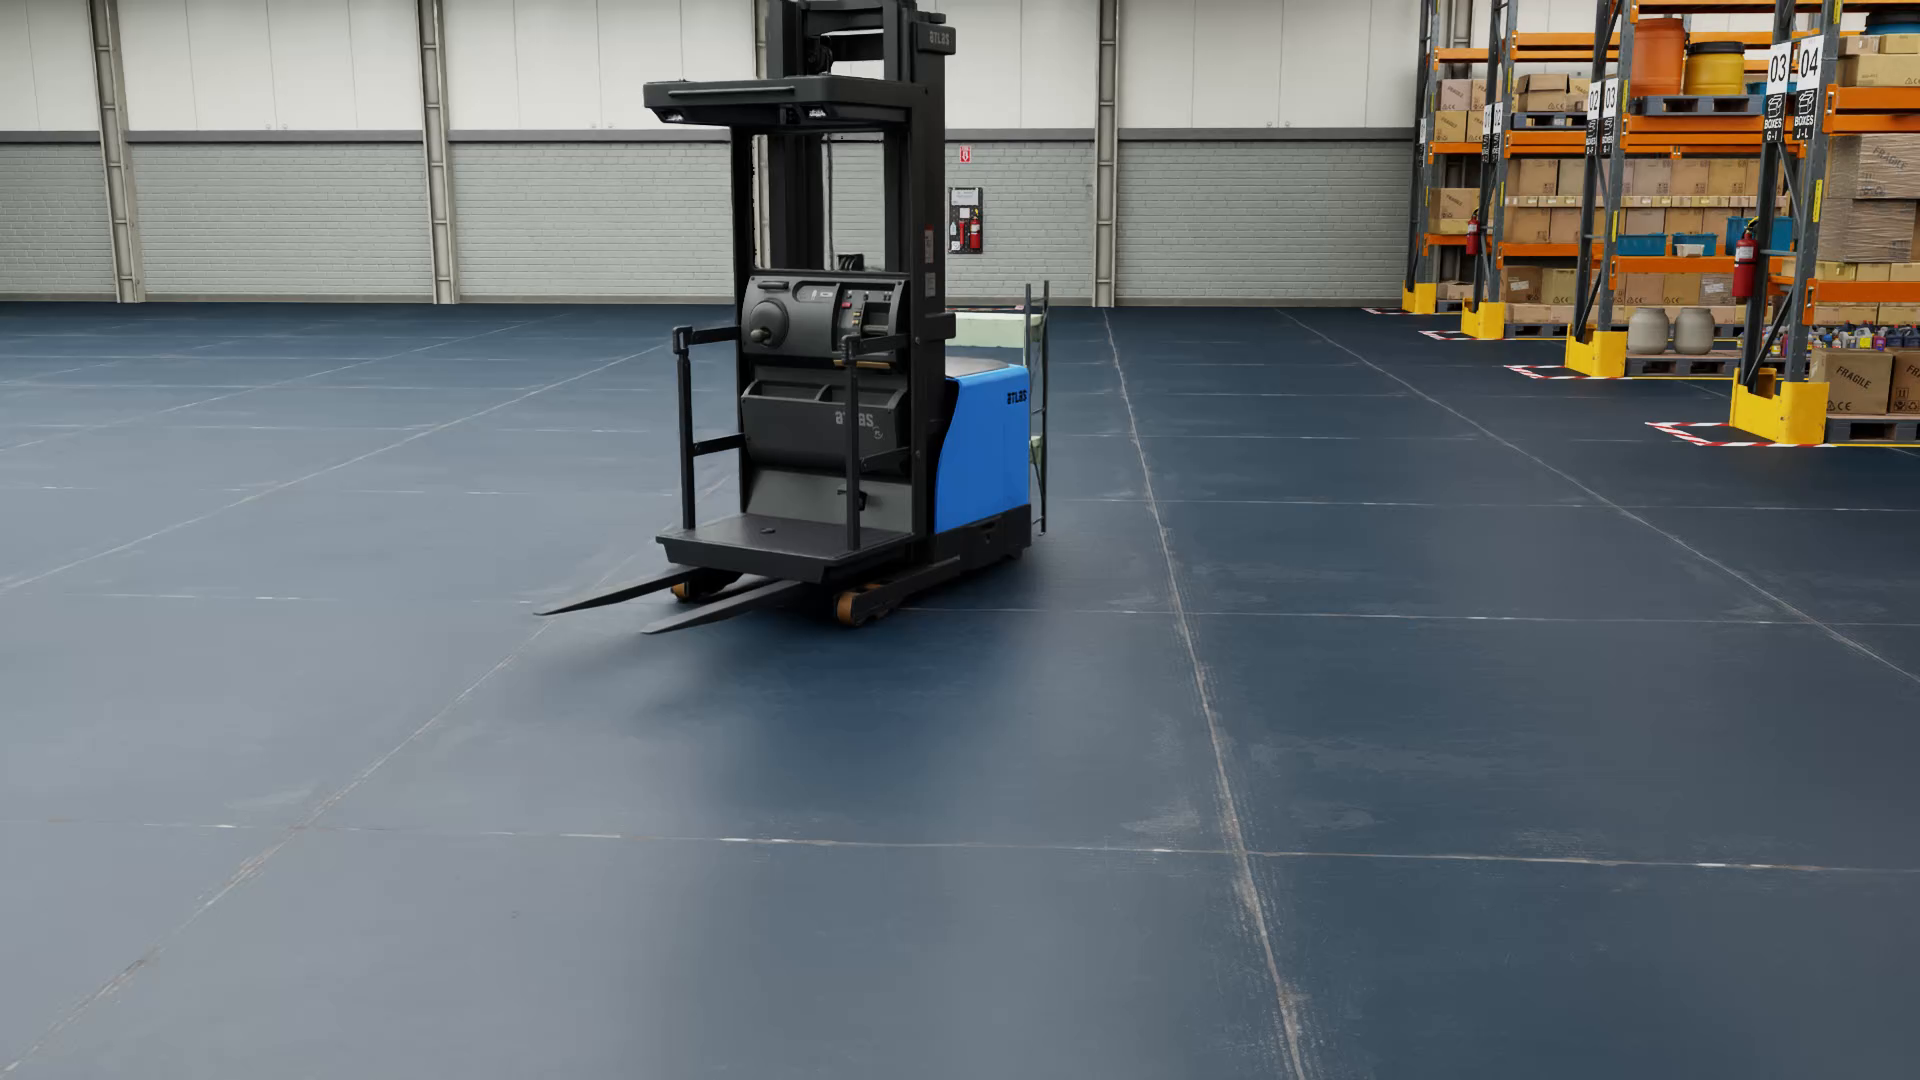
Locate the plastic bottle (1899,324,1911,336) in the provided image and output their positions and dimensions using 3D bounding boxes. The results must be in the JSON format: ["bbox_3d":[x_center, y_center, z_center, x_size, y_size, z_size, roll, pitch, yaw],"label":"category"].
[{"bbox_3d":[10.467,-2.217,18.434,0.185,0.351,0.144,1,12,4],"label":"plastic bottle"}]

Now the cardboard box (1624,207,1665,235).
[{"bbox_3d":[9.472,-4.404,23.254,0.500,0.500,0.700,1,12,5],"label":"cardboard box"}]

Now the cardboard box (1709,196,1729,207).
[{"bbox_3d":[10.398,-4.667,22.925,0.250,0.149,0.380,1,12,4],"label":"cardboard box"}]

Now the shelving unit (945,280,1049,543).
[{"bbox_3d":[0.096,-0.762,9.749,0.755,1.500,0.431,4,12,19],"label":"shelving unit"}]

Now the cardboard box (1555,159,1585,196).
[{"bbox_3d":[8.505,-5.053,23.187,0.500,0.500,0.700,0,12,2],"label":"cardboard box"}]

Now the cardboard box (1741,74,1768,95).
[{"bbox_3d":[10.969,-6.182,23.060,0.500,0.500,0.500,2,12,8],"label":"cardboard box"}]

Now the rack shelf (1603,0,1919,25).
[{"bbox_3d":[9.123,-5.734,17.938,4.000,0.370,1.077,1,12,4],"label":"rack shelf"}]

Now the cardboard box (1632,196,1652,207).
[{"bbox_3d":[9.373,-4.681,22.992,0.250,0.149,0.380,1,12,4],"label":"cardboard box"}]

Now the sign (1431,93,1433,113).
[{"bbox_3d":[7.754,-7.182,27.317,0.005,0.325,0.100,1,12,4],"label":"sign"}]

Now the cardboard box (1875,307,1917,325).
[{"bbox_3d":[12.866,-3.120,23.048,0.500,0.250,0.500,0,12,2],"label":"cardboard box"}]

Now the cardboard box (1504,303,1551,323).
[{"bbox_3d":[7.983,-3.192,23.392,0.500,0.250,0.500,1,12,4],"label":"cardboard box"}]

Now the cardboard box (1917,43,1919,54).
[{"bbox_3d":[7.568,-3.899,13.147,0.250,0.149,0.380,1,12,3],"label":"cardboard box"}]

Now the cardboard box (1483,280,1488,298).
[{"bbox_3d":[9.043,-4.261,28.304,0.500,0.311,0.500,2,12,8],"label":"cardboard box"}]

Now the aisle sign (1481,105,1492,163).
[{"bbox_3d":[7.417,-5.719,23.431,0.004,0.787,0.394,1,12,4],"label":"aisle sign"}]

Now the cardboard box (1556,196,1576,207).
[{"bbox_3d":[8.352,-4.695,23.061,0.250,0.149,0.380,1,12,4],"label":"cardboard box"}]

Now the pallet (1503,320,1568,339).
[{"bbox_3d":[8.228,-3.018,23.682,1.213,0.211,1.003,1,12,4],"label":"pallet"}]

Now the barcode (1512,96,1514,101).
[{"bbox_3d":[7.796,-6.232,23.490,0.075,0.075,0.001,1,12,4],"label":"barcode"}]

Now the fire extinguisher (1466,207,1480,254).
[{"bbox_3d":[7.376,-4.444,23.875,0.183,0.674,0.296,1,12,4],"label":"fire extinguisher"}]

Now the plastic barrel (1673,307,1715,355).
[{"bbox_3d":[8.290,-2.361,18.779,0.421,0.512,0.421,0,12,0],"label":"plastic barrel"}]

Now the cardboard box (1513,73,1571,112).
[{"bbox_3d":[8.036,-6.169,22.989,0.637,0.503,0.797,2,12,8],"label":"cardboard box"}]

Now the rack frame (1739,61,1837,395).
[{"bbox_3d":[6.797,-2.361,13.731,0.127,3.000,1.000,1,12,4],"label":"rack frame"}]

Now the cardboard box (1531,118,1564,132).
[{"bbox_3d":[9.694,-6.845,27.544,0.500,0.500,0.500,2,12,7],"label":"cardboard box"}]

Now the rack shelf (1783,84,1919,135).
[{"bbox_3d":[8.792,-3.450,13.367,4.000,0.370,1.077,1,12,4],"label":"rack shelf"}]

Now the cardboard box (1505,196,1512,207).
[{"bbox_3d":[7.856,-4.785,23.490,0.250,0.149,0.380,1,12,3],"label":"cardboard box"}]

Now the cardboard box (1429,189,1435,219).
[{"bbox_3d":[8.274,-5.738,28.357,0.500,0.500,0.500,1,12,3],"label":"cardboard box"}]

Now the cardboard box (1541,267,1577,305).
[{"bbox_3d":[8.482,-3.553,23.284,0.500,0.500,0.500,1,12,4],"label":"cardboard box"}]

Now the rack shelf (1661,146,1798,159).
[{"bbox_3d":[13.776,-6.431,27.618,4.000,0.370,1.077,1,12,4],"label":"rack shelf"}]

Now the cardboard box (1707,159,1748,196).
[{"bbox_3d":[10.506,-5.026,23.056,0.500,0.500,0.700,1,12,4],"label":"cardboard box"}]

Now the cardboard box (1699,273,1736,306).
[{"bbox_3d":[10.478,-3.528,23.167,0.500,0.500,0.500,1,12,4],"label":"cardboard box"}]

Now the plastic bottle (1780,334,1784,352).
[{"bbox_3d":[9.388,-2.247,18.942,0.097,0.201,0.097,0,12,0],"label":"plastic bottle"}]

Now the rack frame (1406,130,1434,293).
[{"bbox_3d":[7.790,-5.397,28.244,0.127,3.000,1.000,1,12,4],"label":"rack frame"}]

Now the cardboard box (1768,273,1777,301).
[{"bbox_3d":[13.542,-4.316,28.103,0.500,0.500,0.700,1,12,4],"label":"cardboard box"}]

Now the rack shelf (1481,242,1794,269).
[{"bbox_3d":[9.458,-4.006,23.348,4.000,0.370,1.077,1,12,4],"label":"rack shelf"}]

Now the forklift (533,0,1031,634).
[{"bbox_3d":[-0.788,-1.134,8.033,1.130,2.935,3.031,7,14,30],"label":"forklift"}]

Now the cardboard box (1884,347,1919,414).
[{"bbox_3d":[8.017,-1.330,13.881,0.500,0.500,0.500,4,12,19],"label":"cardboard box"}]

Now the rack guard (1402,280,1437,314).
[{"bbox_3d":[7.866,-4.173,28.495,0.348,0.500,1.175,1,12,4],"label":"rack guard"}]

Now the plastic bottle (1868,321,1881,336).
[{"bbox_3d":[10.331,-2.304,18.850,0.185,0.351,0.144,1,12,4],"label":"plastic bottle"}]

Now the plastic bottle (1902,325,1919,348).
[{"bbox_3d":[10.457,-2.187,18.293,0.185,0.351,0.144,0,12,2],"label":"plastic bottle"}]

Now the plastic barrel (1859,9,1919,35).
[{"bbox_3d":[10.133,-5.273,18.075,0.708,0.901,0.600,1,12,4],"label":"plastic barrel"}]

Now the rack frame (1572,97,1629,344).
[{"bbox_3d":[7.128,-3.373,18.568,0.127,3.000,1.000,1,12,4],"label":"rack frame"}]

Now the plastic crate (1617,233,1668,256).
[{"bbox_3d":[7.647,-3.355,18.843,0.616,0.251,0.499,1,12,4],"label":"plastic crate"}]

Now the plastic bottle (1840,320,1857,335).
[{"bbox_3d":[10.153,-2.336,19.003,0.185,0.351,0.144,0,12,1],"label":"plastic bottle"}]

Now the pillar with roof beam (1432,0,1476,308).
[{"bbox_3d":[8.258,-7.621,24.224,0.400,9.000,9.100,1,12,4],"label":"pillar with roof beam"}]

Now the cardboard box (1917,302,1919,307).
[{"bbox_3d":[13.383,-3.387,22.955,0.500,0.311,0.500,1,12,5],"label":"cardboard box"}]

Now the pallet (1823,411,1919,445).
[{"bbox_3d":[7.681,-0.977,13.924,1.213,0.211,1.003,1,12,4],"label":"pallet"}]

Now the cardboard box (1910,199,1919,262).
[{"bbox_3d":[7.851,-2.561,13.712,0.500,0.500,0.875,1,12,4],"label":"cardboard box"}]

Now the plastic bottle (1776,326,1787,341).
[{"bbox_3d":[9.378,-2.309,19.058,0.135,0.276,0.152,0,12,2],"label":"plastic bottle"}]

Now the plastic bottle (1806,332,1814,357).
[{"bbox_3d":[9.358,-2.159,18.351,0.097,0.271,0.097,0,12,0],"label":"plastic bottle"}]

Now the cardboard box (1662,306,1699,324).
[{"bbox_3d":[9.978,-3.165,23.260,0.500,0.250,0.500,1,12,4],"label":"cardboard box"}]

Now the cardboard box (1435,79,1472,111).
[{"bbox_3d":[8.158,-7.359,27.560,0.500,0.500,0.500,0,12,0],"label":"cardboard box"}]

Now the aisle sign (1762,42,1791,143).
[{"bbox_3d":[6.755,-3.696,13.762,0.004,0.787,0.394,1,12,4],"label":"aisle sign"}]

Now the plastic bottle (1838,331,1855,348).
[{"bbox_3d":[9.781,-2.161,18.349,0.135,0.276,0.152,1,12,5],"label":"plastic bottle"}]

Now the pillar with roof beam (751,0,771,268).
[{"bbox_3d":[-3.715,-7.786,25.009,0.400,9.000,9.100,1,12,4],"label":"pillar with roof beam"}]
